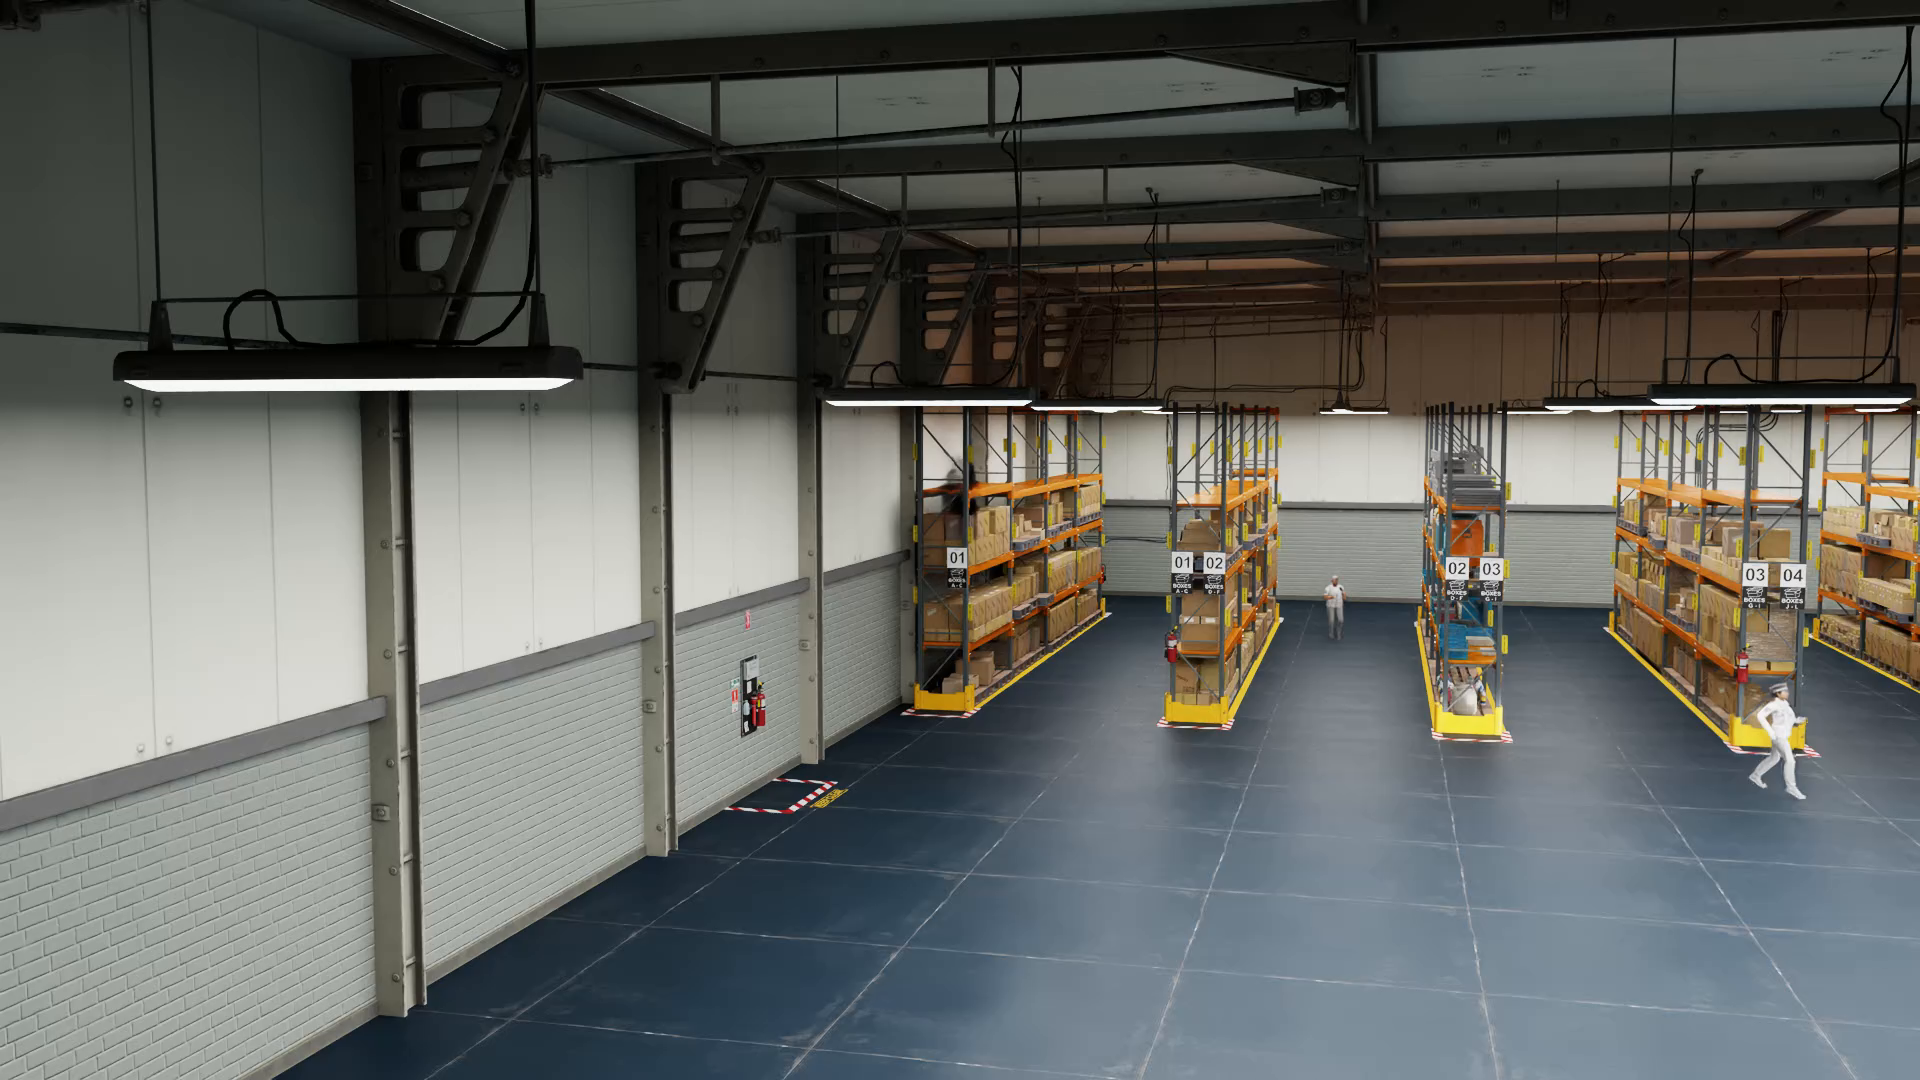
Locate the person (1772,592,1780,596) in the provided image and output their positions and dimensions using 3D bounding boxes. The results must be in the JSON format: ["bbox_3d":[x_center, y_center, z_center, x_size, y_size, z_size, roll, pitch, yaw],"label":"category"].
[{"bbox_3d":[21.023,1.709,43.342,0.811,1.585,0.602,-4,6,-43],"label":"person"}]

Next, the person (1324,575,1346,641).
[{"bbox_3d":[9.634,1.755,42.682,0.583,1.701,0.660,0,4,4],"label":"person"}]

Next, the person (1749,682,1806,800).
[{"bbox_3d":[12.395,3.003,25.155,0.840,1.725,0.585,4,6,42],"label":"person"}]
